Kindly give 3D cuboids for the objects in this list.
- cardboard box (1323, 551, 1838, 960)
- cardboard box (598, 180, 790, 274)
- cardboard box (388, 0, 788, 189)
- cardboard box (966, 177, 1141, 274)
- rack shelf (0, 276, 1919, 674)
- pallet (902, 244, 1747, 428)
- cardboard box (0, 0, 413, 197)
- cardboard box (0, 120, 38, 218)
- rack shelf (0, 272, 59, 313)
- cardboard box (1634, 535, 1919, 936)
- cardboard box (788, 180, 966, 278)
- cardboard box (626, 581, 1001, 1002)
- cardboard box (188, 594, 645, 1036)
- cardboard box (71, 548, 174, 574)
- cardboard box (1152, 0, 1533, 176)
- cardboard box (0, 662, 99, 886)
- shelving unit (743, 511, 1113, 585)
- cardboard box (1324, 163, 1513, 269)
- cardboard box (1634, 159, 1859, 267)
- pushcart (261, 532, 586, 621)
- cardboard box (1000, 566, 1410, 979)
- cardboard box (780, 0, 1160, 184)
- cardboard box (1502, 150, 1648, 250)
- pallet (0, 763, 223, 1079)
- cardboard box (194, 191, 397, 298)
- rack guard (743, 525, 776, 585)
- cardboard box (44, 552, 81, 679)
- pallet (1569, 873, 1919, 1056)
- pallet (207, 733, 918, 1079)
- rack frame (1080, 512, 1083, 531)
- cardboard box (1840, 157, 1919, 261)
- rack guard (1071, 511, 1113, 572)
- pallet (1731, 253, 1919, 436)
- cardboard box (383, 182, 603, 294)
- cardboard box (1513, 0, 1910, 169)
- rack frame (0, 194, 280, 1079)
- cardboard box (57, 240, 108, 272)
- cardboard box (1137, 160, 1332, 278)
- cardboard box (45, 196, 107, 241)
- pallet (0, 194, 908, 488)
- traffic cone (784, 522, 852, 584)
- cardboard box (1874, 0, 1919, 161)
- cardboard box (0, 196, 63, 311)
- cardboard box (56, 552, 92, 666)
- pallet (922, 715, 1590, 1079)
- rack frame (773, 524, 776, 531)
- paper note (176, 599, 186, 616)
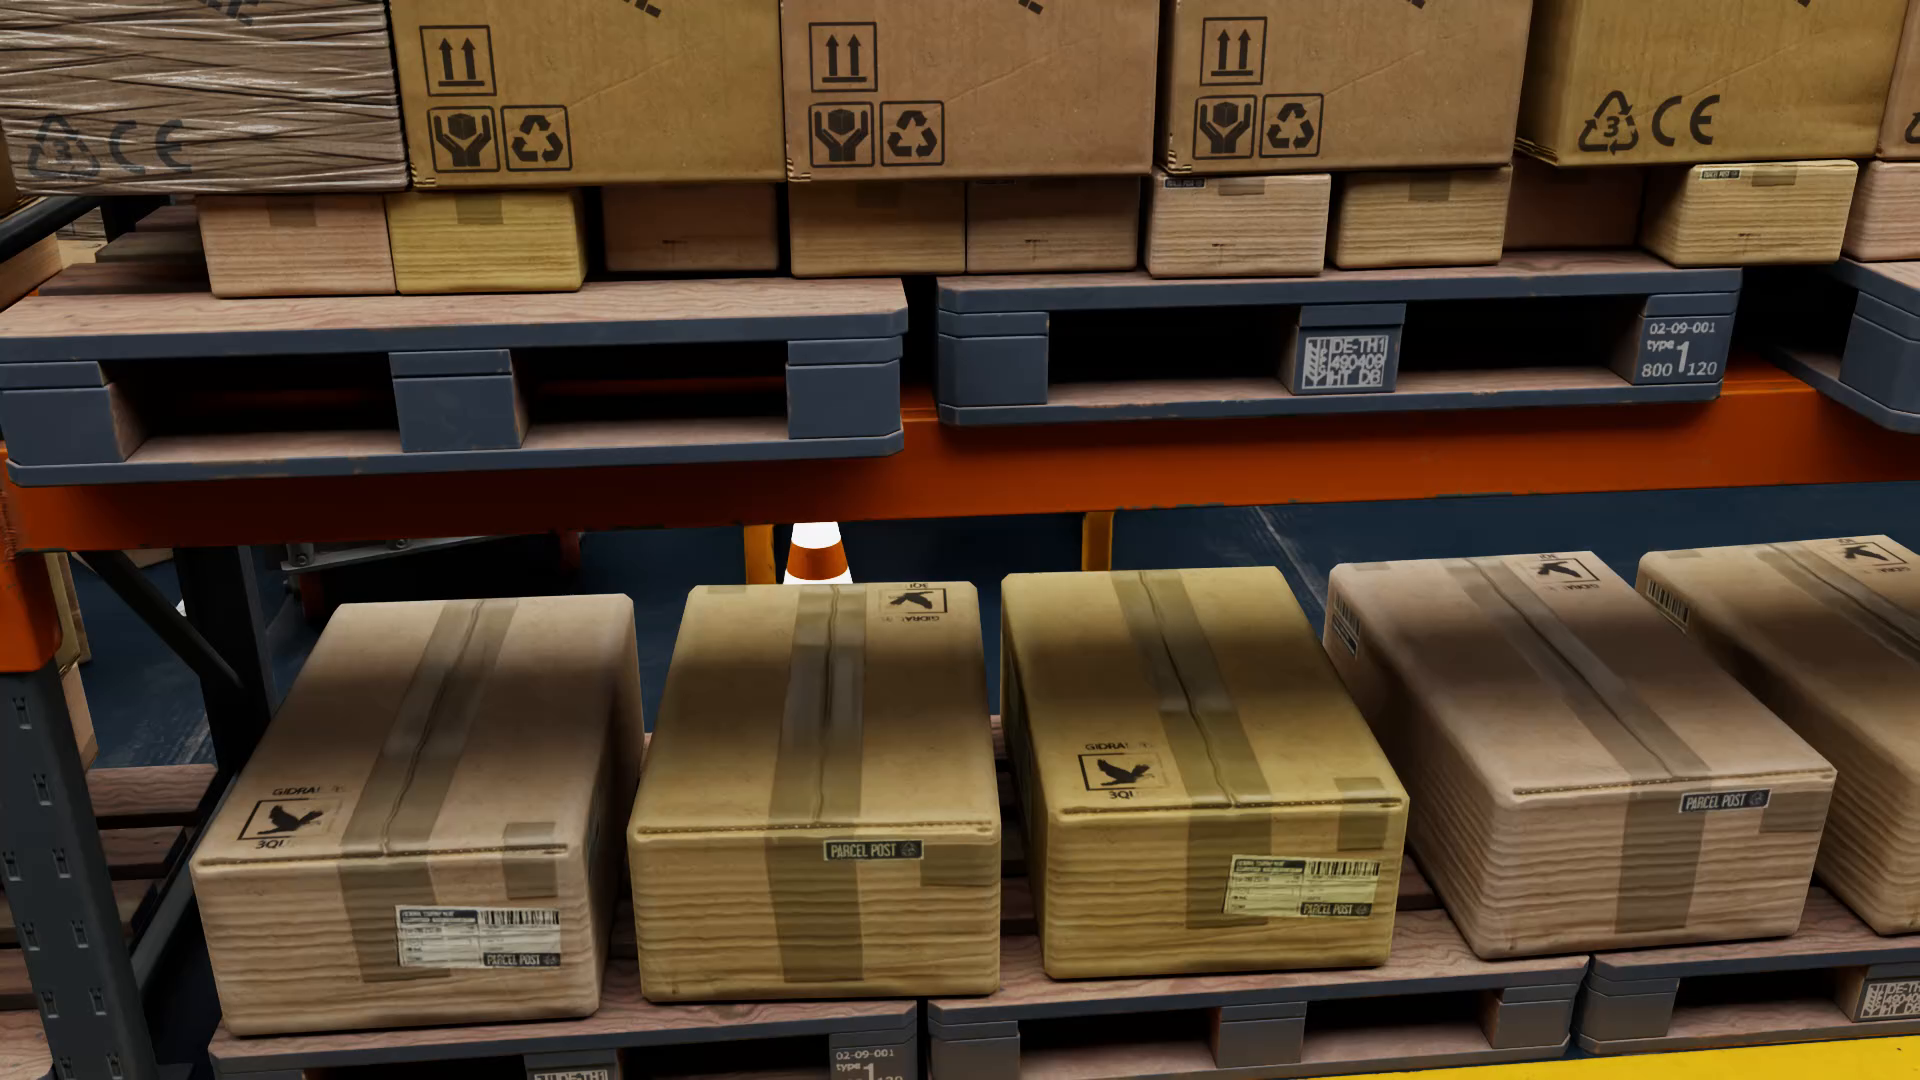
[{"bbox_3d":[1.188,0.393,3.390,0.625,0.372,0.950,-3,24,-6],"label":"cardboard box"},{"bbox_3d":[-0.391,-0.527,2.535,0.250,0.149,0.380,-1,24,-2],"label":"cardboard box"},{"bbox_3d":[-0.503,-0.804,2.359,0.500,0.500,0.500,-2,24,-5],"label":"cardboard box"},{"bbox_3d":[0.115,-0.530,2.541,0.250,0.149,0.380,-2,24,-5],"label":"cardboard box"},{"bbox_3d":[0.494,-0.258,3.023,4.000,0.370,1.077,-2,24,-5],"label":"rack shelf"},{"bbox_3d":[0.519,-0.484,2.881,1.213,0.211,1.003,-2,24,-5],"label":"pallet"},{"bbox_3d":[-1.001,-0.783,2.313,0.500,0.500,0.500,-2,24,-4],"label":"cardboard box"},{"bbox_3d":[-1.961,-0.784,2.831,0.500,0.500,0.500,-2,24,-5],"label":"cardboard box"},{"bbox_3d":[-3.486,-0.099,2.664,4.000,0.370,1.077,-2,24,-5],"label":"rack shelf"},{"bbox_3d":[1.921,0.361,3.464,0.625,0.372,0.950,-4,24,-9],"label":"cardboard box"},{"bbox_3d":[-0.131,-0.521,2.520,0.250,0.149,0.380,-2,24,-4],"label":"cardboard box"},{"bbox_3d":[-0.259,0.450,3.263,0.625,0.372,0.950,-1,24,-2],"label":"cardboard box"},{"bbox_3d":[-0.974,0.480,3.196,0.625,0.372,0.950,-2,24,-4],"label":"cardboard box"},{"bbox_3d":[-2.518,-0.093,5.132,0.258,0.266,0.396,22,32,40],"label":"cardboard box"},{"bbox_3d":[0.501,-0.843,2.446,0.500,0.500,0.500,-3,24,-7],"label":"cardboard box"},{"bbox_3d":[-2.110,0.472,3.363,0.500,0.250,0.500,-3,24,-8],"label":"cardboard box"},{"bbox_3d":[-0.093,-0.657,4.881,1.083,1.500,0.587,0,24,0],"label":"shelving unit"},{"bbox_3d":[0.647,-0.542,2.568,0.250,0.149,0.380,-3,24,-7],"label":"cardboard box"},{"bbox_3d":[1.152,-0.544,2.573,0.250,0.149,0.380,-2,24,-4],"label":"cardboard box"},{"bbox_3d":[-1.770,-0.228,5.299,0.936,0.377,1.648,-11,26,-23],"label":"pushcart"},{"bbox_3d":[0.433,0.421,3.327,0.625,0.372,0.950,-2,24,-3],"label":"cardboard box"},{"bbox_3d":[-0.009,-0.818,2.391,0.500,0.500,0.500,-2,24,-5],"label":"cardboard box"},{"bbox_3d":[0.889,-0.585,2.665,0.250,0.149,0.380,-2,24,-5],"label":"cardboard box"},{"bbox_3d":[-2.161,0.808,3.172,1.213,0.211,1.003,-2,24,-5],"label":"pallet"},{"bbox_3d":[-0.915,-0.479,2.426,0.250,0.149,0.380,-2,24,-4],"label":"cardboard box"},{"bbox_3d":[-0.591,-0.087,5.137,0.087,0.250,0.587,0,24,0],"label":"rack guard"},{"bbox_3d":[-2.110,0.129,3.211,0.500,0.500,0.500,-1,24,-3],"label":"cardboard box"},{"bbox_3d":[1.707,0.638,3.555,1.213,0.211,1.003,-2,24,-5],"label":"pallet"},{"bbox_3d":[-0.721,0.735,3.335,1.213,0.211,1.003,-2,24,-5],"label":"pallet"},{"bbox_3d":[0.406,-0.656,4.880,0.032,1.500,0.500,0,24,0],"label":"rack frame"},{"bbox_3d":[1.424,-0.561,2.611,0.250,0.149,0.380,-3,24,-8],"label":"cardboard box"},{"bbox_3d":[0.405,-0.085,5.134,0.087,0.250,0.587,0,24,0],"label":"rack guard"},{"bbox_3d":[1.786,-0.508,2.935,1.003,0.211,1.213,-2,24,-5],"label":"pallet"},{"bbox_3d":[-0.665,-0.485,2.440,0.250,0.149,0.380,-2,24,-4],"label":"cardboard box"},{"bbox_3d":[1.044,-0.864,2.495,0.500,0.500,0.500,-4,24,-9],"label":"cardboard box"},{"bbox_3d":[-1.496,-0.507,2.698,0.127,3.000,1.000,-2,24,-5],"label":"rack frame"},{"bbox_3d":[-3.527,-0.886,6.625,0.500,0.500,0.500,2,24,4],"label":"cardboard box"},{"bbox_3d":[0.385,-0.519,2.518,0.250,0.149,0.380,-1,24,-3],"label":"cardboard box"},{"bbox_3d":[-3.612,-1.690,7.459,0.875,0.875,0.875,-2,24,-5],"label":"cardboard box"},{"bbox_3d":[-0.721,-0.391,2.673,1.213,0.211,1.003,-2,24,-5],"label":"pallet"},{"bbox_3d":[-0.400,0.037,4.598,0.334,0.463,0.336,-2,24,-5],"label":"traffic cone"},{"bbox_3d":[1.546,-0.885,2.541,0.500,0.500,0.500,-3,24,-6],"label":"cardboard box"},{"bbox_3d":[-1.841,-0.509,3.012,0.250,0.149,0.380,-2,24,-5],"label":"cardboard box"},{"bbox_3d":[-2.696,0.127,4.346,0.500,0.500,0.500,16,28,31],"label":"cardboard box"},{"bbox_3d":[0.496,0.685,3.448,1.213,0.211,1.003,-2,24,-5],"label":"pallet"},{"bbox_3d":[-0.611,-0.658,4.883,0.032,1.500,0.500,0,24,0],"label":"rack frame"},{"bbox_3d":[-2.191,0.181,4.805,0.142,0.019,0.148,-2,24,-5],"label":"paper note"}]
